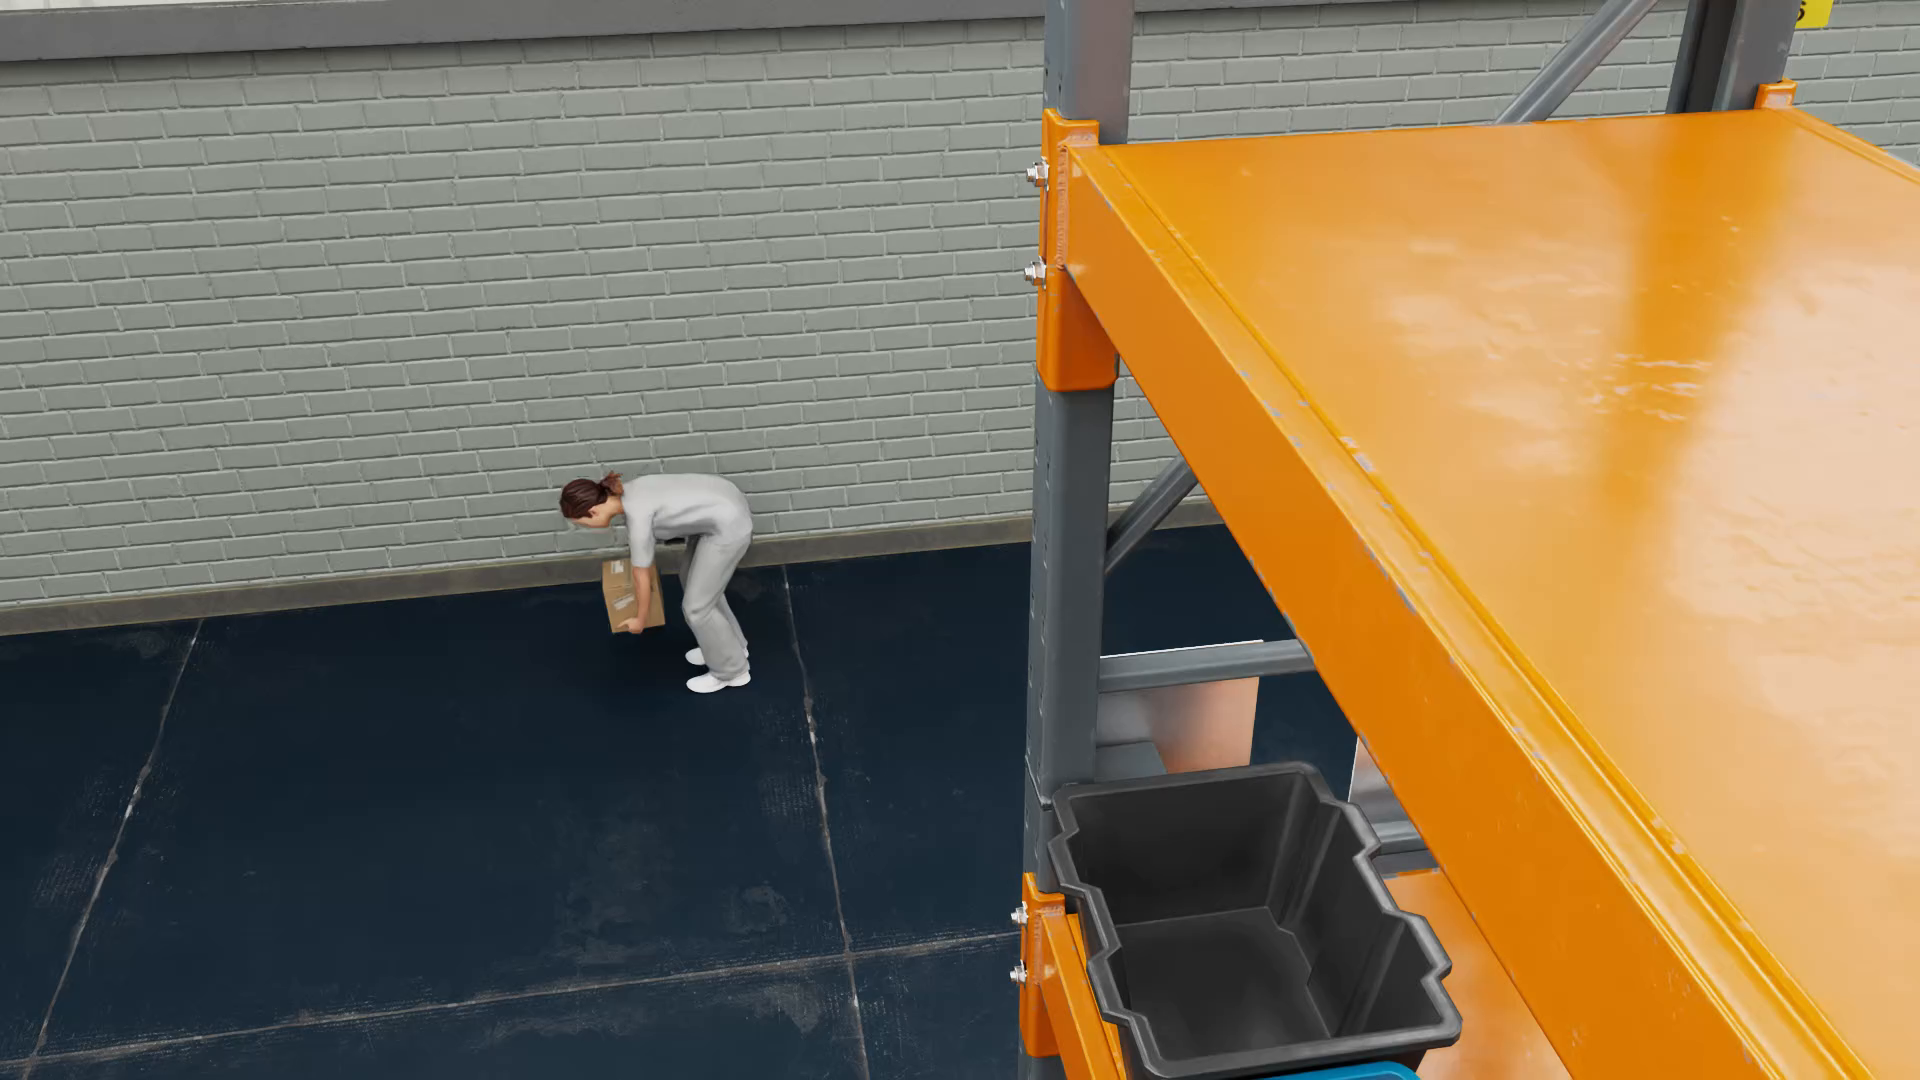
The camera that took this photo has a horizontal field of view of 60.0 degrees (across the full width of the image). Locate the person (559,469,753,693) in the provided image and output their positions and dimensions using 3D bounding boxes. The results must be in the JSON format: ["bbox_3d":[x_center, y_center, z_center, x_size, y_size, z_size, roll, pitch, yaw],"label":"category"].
[{"bbox_3d":[-1.395,0.175,7.845,0.864,1.162,0.422,-6,31,-10],"label":"person"}]
